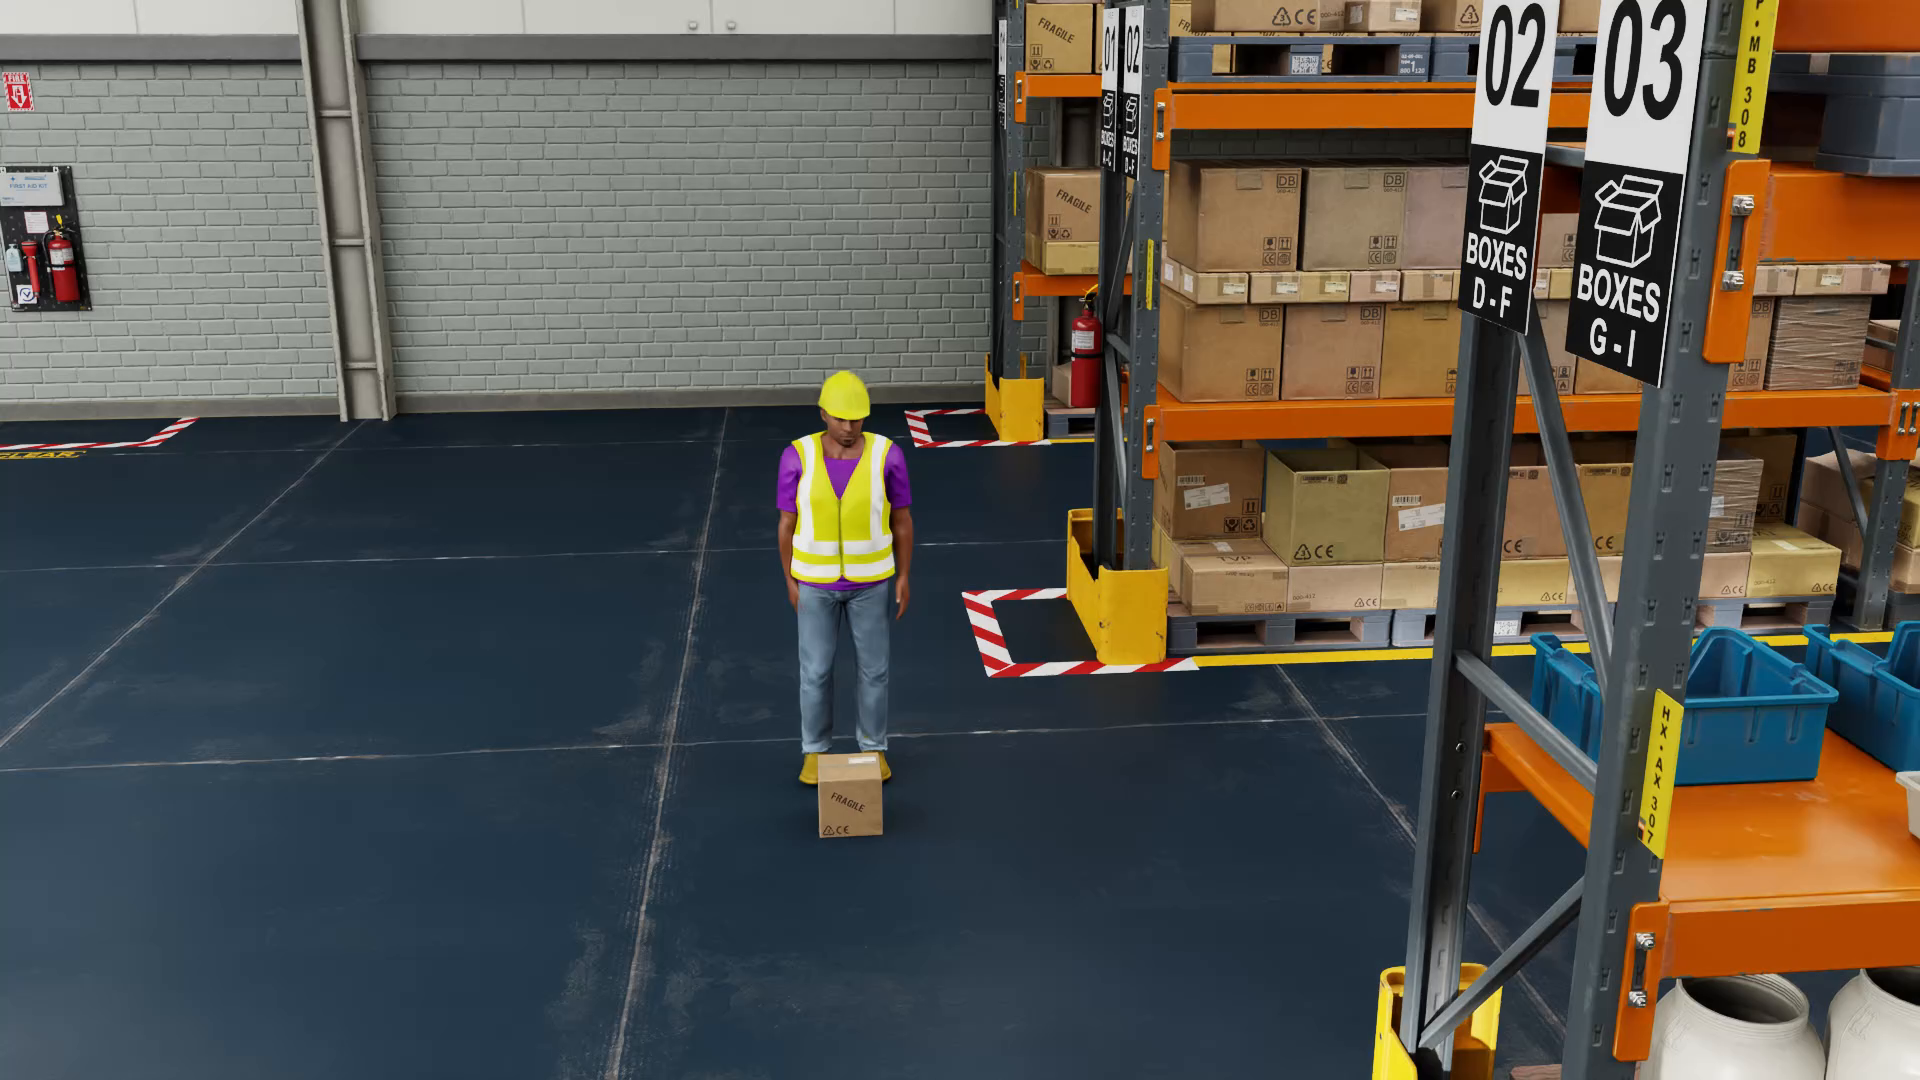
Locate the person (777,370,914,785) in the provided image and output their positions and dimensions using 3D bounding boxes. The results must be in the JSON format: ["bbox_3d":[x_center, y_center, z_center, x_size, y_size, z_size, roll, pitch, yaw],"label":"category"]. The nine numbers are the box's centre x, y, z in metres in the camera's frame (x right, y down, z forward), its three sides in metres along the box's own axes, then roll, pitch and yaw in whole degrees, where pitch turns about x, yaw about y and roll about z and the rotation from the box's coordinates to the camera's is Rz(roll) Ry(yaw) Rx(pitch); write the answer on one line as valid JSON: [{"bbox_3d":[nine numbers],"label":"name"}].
[{"bbox_3d":[-0.475,0.159,6.969,0.566,1.762,0.360,-1,17,-5],"label":"person"}]
